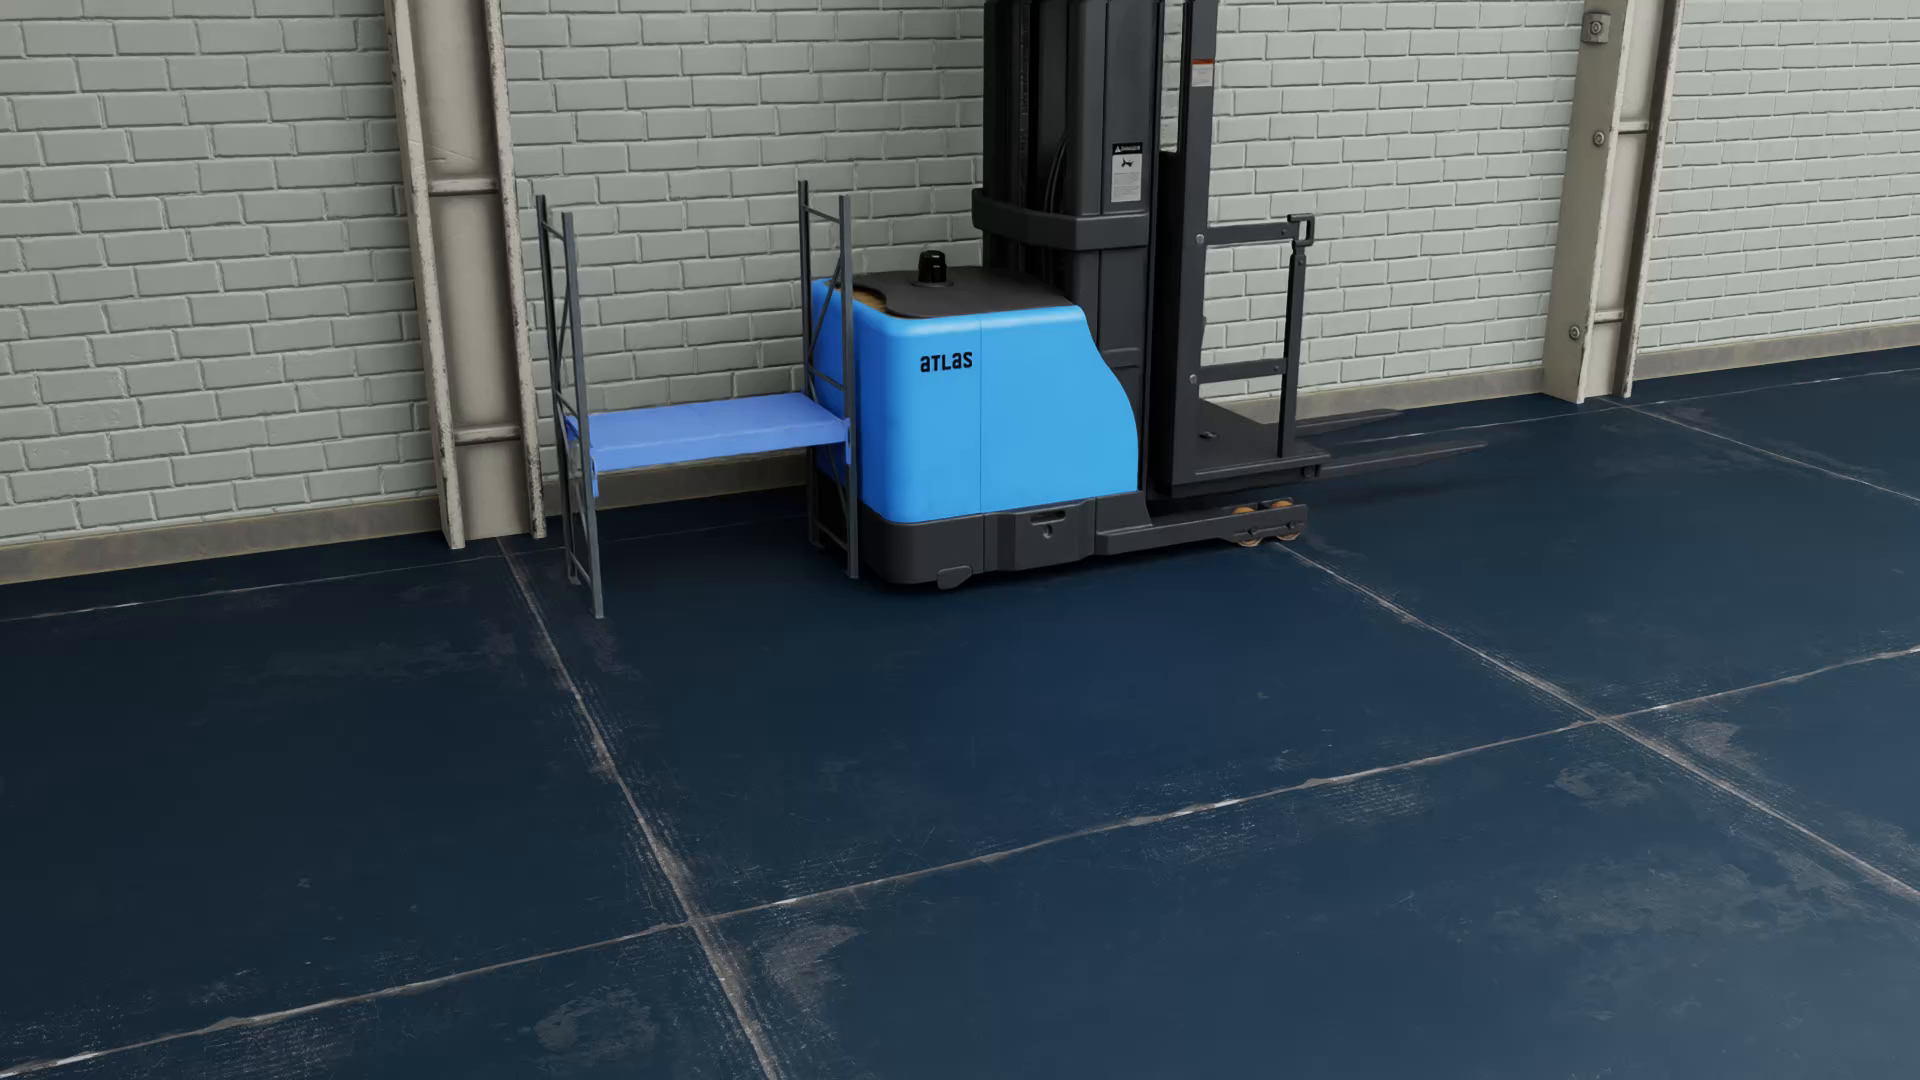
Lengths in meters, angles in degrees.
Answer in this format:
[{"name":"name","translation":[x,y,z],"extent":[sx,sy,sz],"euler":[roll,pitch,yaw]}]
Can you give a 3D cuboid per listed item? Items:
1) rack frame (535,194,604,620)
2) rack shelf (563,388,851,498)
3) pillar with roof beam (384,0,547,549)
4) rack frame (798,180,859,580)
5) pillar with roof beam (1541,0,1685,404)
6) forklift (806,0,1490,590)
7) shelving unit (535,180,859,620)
[{"name":"rack frame","translation":[-1.442,-0.486,6.145],"extent":[0.032,1.500,0.500],"euler":[-9,21,-23]},{"name":"rack shelf","translation":[-0.980,-0.387,6.404],"extent":[1.000,0.185,0.538],"euler":[-9,21,-23]},{"name":"pillar with roof beam","translation":[-0.290,-2.966,1.896],"extent":[0.400,9.000,9.100],"euler":[-8,21,-22]},{"name":"rack frame","translation":[-0.518,-0.627,6.544],"extent":[0.032,1.500,0.500],"euler":[-9,21,-23]},{"name":"pillar with roof beam","translation":[5.219,-3.755,4.138],"extent":[0.400,9.000,9.100],"euler":[-8,21,-22]},{"name":"forklift","translation":[0.906,-1.502,6.874],"extent":[3.031,2.935,1.130],"euler":[-9,21,-23]},{"name":"shelving unit","translation":[-0.980,-0.557,6.345],"extent":[1.048,1.500,0.538],"euler":[-9,21,-23]}]
